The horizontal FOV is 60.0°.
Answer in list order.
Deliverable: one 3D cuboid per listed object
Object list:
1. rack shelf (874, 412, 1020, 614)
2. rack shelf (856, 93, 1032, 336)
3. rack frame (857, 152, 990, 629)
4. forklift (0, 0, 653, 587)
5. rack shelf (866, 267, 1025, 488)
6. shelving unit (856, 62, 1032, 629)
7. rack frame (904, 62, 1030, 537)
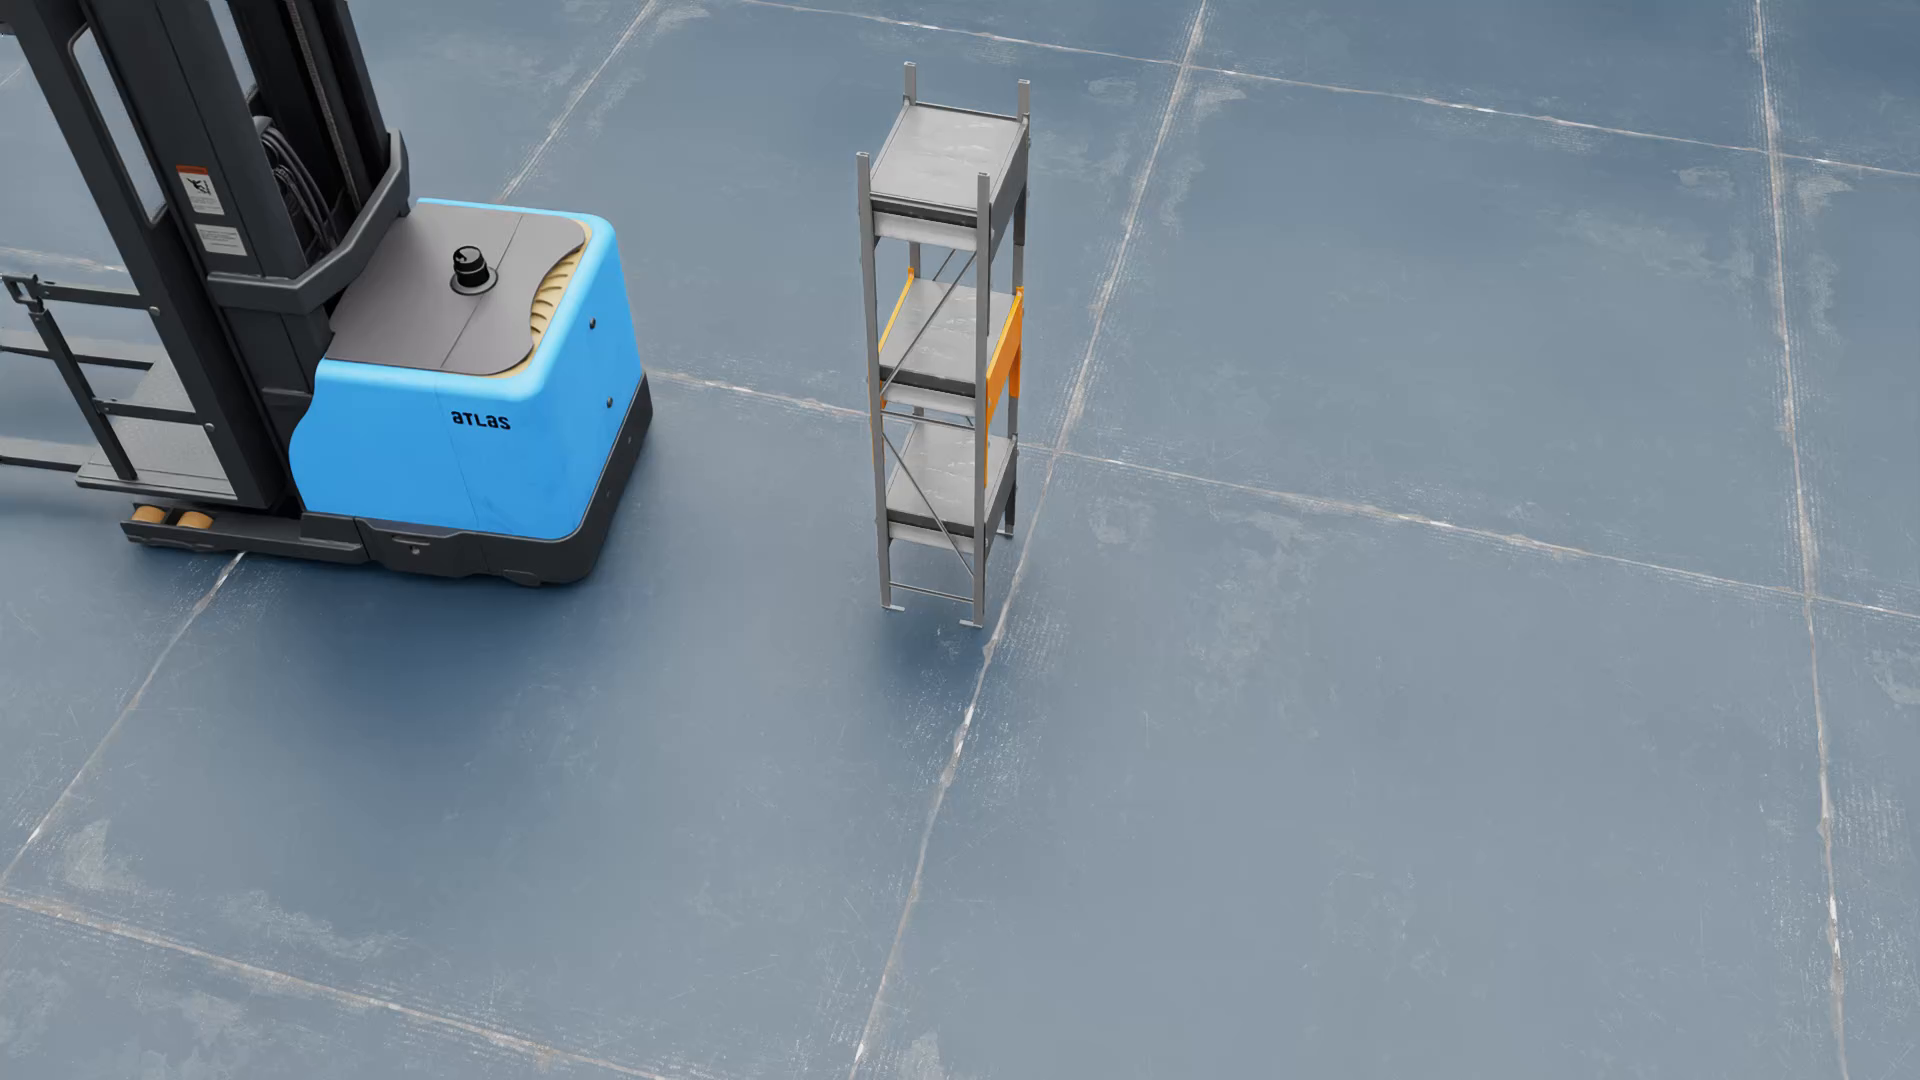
[{"bbox_3d":[-0.044,-0.103,6.311,0.431,0.518,0.480,12,50,10],"label":"rack shelf"},{"bbox_3d":[-0.044,-1.029,5.261,0.431,0.518,0.480,12,50,10],"label":"rack shelf"},{"bbox_3d":[-0.108,-0.399,5.620,0.400,2.100,0.015,12,50,10],"label":"rack frame"},{"bbox_3d":[-2.862,-1.308,5.869,3.031,2.935,1.130,7,49,6],"label":"forklift"},{"bbox_3d":[-0.044,-0.566,5.786,0.431,0.518,0.480,12,50,10],"label":"rack shelf"},{"bbox_3d":[-0.044,-0.575,5.776,0.431,2.100,0.503,12,50,10],"label":"shelving unit"},{"bbox_3d":[0.021,-0.752,5.932,0.400,2.100,0.015,12,50,10],"label":"rack frame"}]
